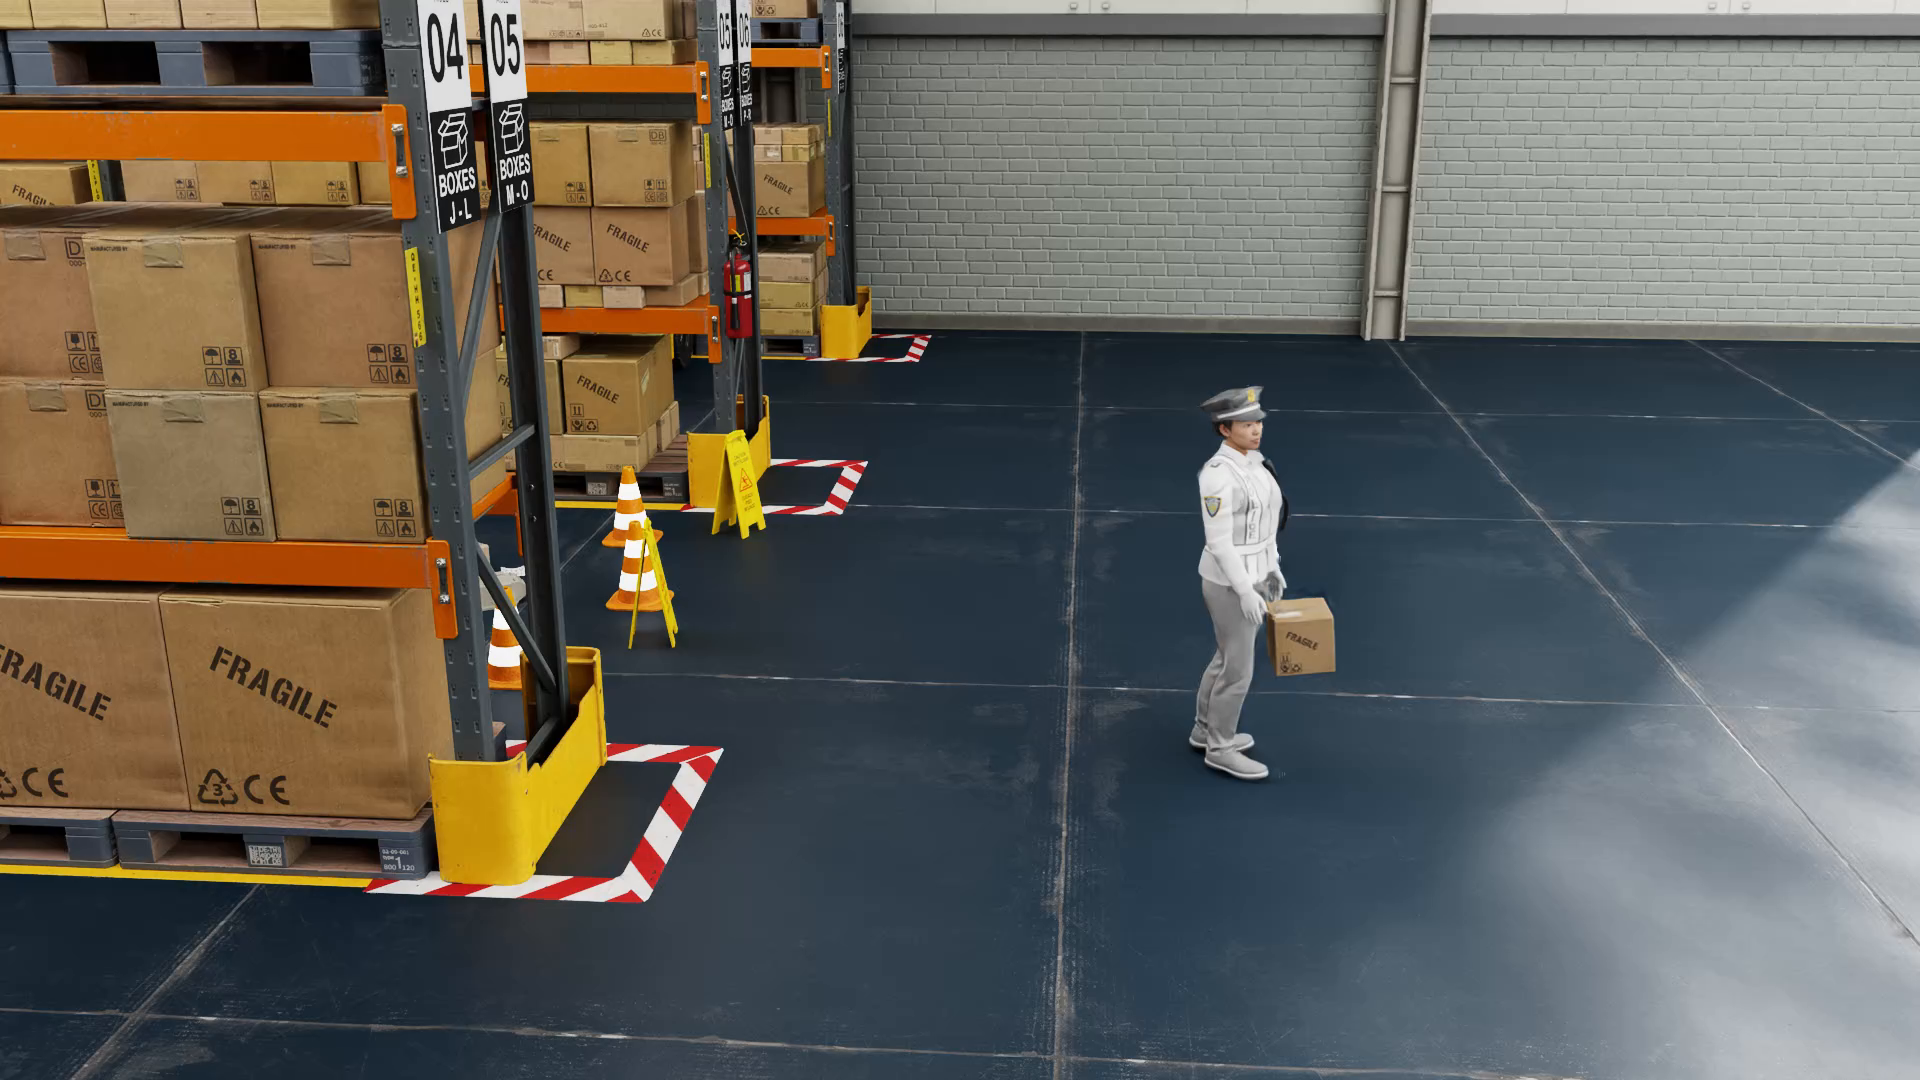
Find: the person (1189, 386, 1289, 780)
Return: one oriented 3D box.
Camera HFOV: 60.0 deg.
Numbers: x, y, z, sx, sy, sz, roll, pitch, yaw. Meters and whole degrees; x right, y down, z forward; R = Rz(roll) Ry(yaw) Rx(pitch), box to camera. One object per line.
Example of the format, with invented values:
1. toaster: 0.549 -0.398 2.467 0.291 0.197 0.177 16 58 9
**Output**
1. person: 1.155 0.169 6.964 0.412 1.688 0.511 10 20 28
